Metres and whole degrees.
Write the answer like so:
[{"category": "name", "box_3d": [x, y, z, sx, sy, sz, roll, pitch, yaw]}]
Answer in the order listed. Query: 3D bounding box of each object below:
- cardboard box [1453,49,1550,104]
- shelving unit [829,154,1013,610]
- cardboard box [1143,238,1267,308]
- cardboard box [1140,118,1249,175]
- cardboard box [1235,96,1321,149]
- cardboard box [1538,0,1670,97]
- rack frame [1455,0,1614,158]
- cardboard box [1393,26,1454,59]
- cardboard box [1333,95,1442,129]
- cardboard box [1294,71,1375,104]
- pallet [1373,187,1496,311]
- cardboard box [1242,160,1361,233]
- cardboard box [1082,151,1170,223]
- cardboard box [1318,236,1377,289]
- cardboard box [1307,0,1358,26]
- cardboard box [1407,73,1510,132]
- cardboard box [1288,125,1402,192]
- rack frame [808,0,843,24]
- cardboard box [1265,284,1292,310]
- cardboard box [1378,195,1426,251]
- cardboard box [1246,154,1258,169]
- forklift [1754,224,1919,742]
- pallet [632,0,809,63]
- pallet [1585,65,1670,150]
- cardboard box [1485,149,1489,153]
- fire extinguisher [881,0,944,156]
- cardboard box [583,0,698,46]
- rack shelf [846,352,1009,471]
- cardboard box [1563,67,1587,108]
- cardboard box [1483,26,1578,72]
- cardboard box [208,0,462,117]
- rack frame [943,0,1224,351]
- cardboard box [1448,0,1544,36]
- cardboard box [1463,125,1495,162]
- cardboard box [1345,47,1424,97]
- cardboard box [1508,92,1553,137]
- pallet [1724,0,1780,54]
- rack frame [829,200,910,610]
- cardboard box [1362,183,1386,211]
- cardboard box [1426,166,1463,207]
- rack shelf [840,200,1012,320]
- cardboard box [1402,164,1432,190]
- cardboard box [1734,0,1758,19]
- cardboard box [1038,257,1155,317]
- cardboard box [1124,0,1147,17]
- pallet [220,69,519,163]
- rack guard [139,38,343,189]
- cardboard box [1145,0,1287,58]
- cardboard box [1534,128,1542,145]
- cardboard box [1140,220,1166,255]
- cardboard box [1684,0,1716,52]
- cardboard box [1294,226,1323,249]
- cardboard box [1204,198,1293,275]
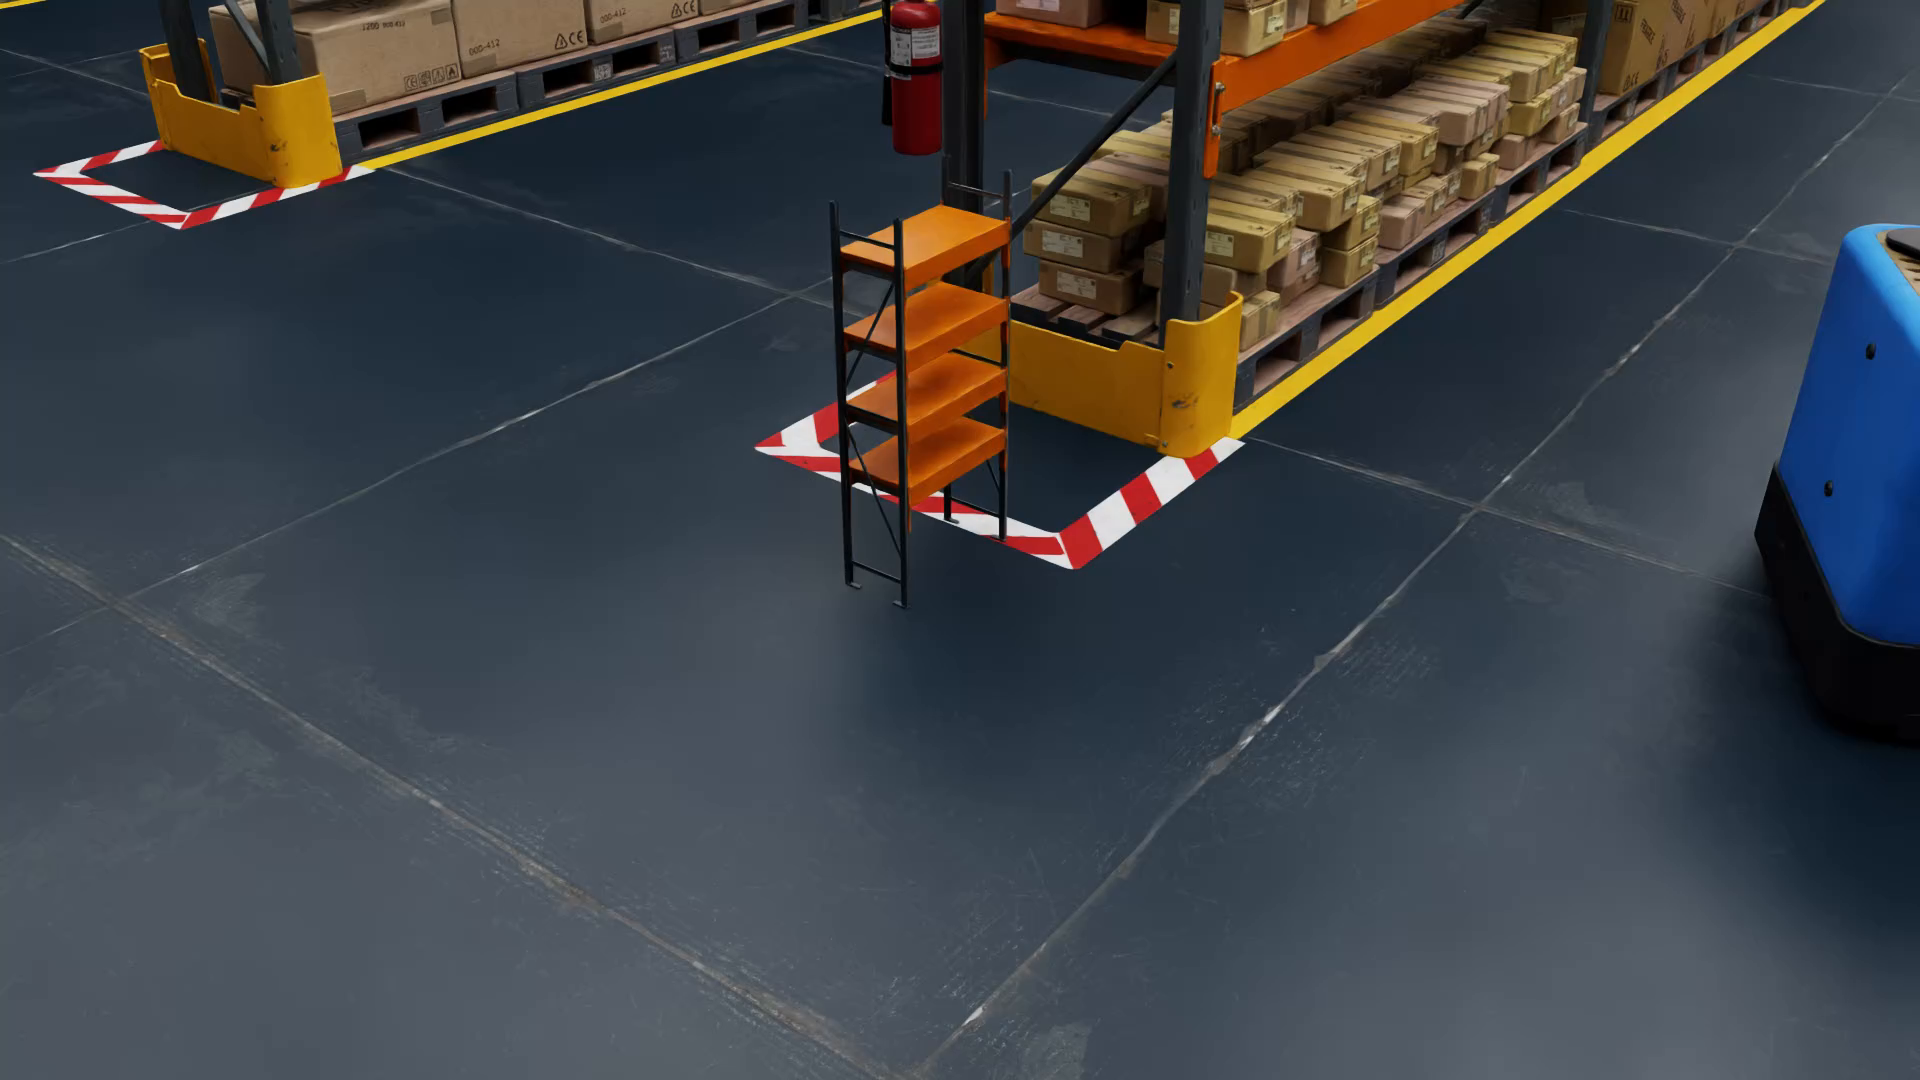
[{"category": "cardboard box", "box_3d": [2.515, -2.168, 7.767, 0.380, 0.149, 0.250, 21, 36, 31]}, {"category": "shelving unit", "box_3d": [-0.100, -0.449, 4.830, 0.258, 1.200, 0.503, 21, 37, 31]}, {"category": "cardboard box", "box_3d": [0.896, -0.992, 6.074, 0.380, 0.149, 0.250, 23, 38, 33]}, {"category": "cardboard box", "box_3d": [0.952, -1.594, 6.798, 0.380, 0.149, 0.250, 20, 36, 29]}, {"category": "cardboard box", "box_3d": [1.317, -1.793, 7.134, 0.380, 0.149, 0.250, 20, 36, 30]}, {"category": "cardboard box", "box_3d": [3.447, -2.726, 8.947, 0.500, 0.500, 0.500, 23, 37, 33]}, {"category": "rack frame", "box_3d": [2.790, -3.402, 8.048, 1.000, 3.000, 0.127, 21, 37, 31]}, {"category": "cardboard box", "box_3d": [2.203, -2.442, 8.229, 0.380, 0.149, 0.250, 23, 38, 34]}, {"category": "cardboard box", "box_3d": [1.816, -1.767, 7.090, 0.380, 0.149, 0.250, 21, 37, 31]}, {"category": "cardboard box", "box_3d": [1.633, -1.996, 7.478, 0.380, 0.149, 0.250, 19, 36, 29]}, {"category": "pallet", "box_3d": [1.677, -1.420, 7.439, 1.003, 0.211, 1.213, 21, 37, 31]}, {"category": "cardboard box", "box_3d": [1.287, -1.307, 6.313, 0.380, 0.149, 0.250, 21, 37, 31]}, {"category": "cardboard box", "box_3d": [0.690, -1.364, 6.410, 0.380, 0.149, 0.250, 22, 37, 32]}, {"category": "cardboard box", "box_3d": [1.426, -1.149, 6.632, 0.380, 0.149, 0.250, 22, 37, 32]}, {"category": "cardboard box", "box_3d": [1.158, -1.908, 5.773, 0.380, 0.149, 0.250, 20, 36, 30]}, {"category": "cardboard box", "box_3d": [2.207, -1.948, 7.395, 0.380, 0.149, 0.250, 19, 36, 29]}, {"category": "cardboard box", "box_3d": [1.546, -1.543, 6.712, 0.380, 0.149, 0.250, 23, 37, 33]}, {"category": "rack frame", "box_3d": [-1.218, -4.884, 10.549, 1.000, 3.000, 0.127, 21, 37, 31]}, {"category": "cardboard box", "box_3d": [1.039, -0.976, 6.339, 0.380, 0.149, 0.250, 21, 37, 31]}, {"category": "cardboard box", "box_3d": [1.723, -1.357, 6.982, 0.380, 0.149, 0.250, 19, 36, 29]}, {"category": "cardboard box", "box_3d": [1.081, -1.587, 7.078, 0.380, 0.149, 0.250, 22, 37, 32]}, {"category": "forklift", "box_3d": [3.839, -0.835, 3.784, 3.031, 2.935, 1.130, 6, 31, 11]}, {"category": "pallet", "box_3d": [-1.739, -3.399, 10.779, 1.003, 0.211, 1.213, 21, 37, 31]}, {"category": "pallet", "box_3d": [3.259, -2.519, 9.294, 1.003, 0.211, 1.213, 21, 37, 31]}, {"category": "cardboard box", "box_3d": [2.237, -1.815, 7.755, 0.380, 0.149, 0.250, 20, 36, 30]}, {"category": "fire extinguisher", "box_3d": [-0.145, -1.622, 5.486, 0.296, 0.674, 0.183, 21, 37, 31]}, {"category": "cardboard box", "box_3d": [-2.222, -3.376, 10.106, 0.875, 0.438, 0.875, 20, 36, 30]}, {"category": "rack shelf", "box_3d": [-0.100, -0.391, 4.865, 0.258, 0.148, 0.480, 21, 37, 31]}, {"category": "cardboard box", "box_3d": [2.853, -2.258, 8.211, 0.380, 0.149, 0.250, 22, 37, 32]}, {"category": "cardboard box", "box_3d": [2.783, -2.387, 8.137, 0.380, 0.149, 0.250, 22, 37, 33]}, {"category": "cardboard box", "box_3d": [-3.314, -2.636, 8.856, 0.875, 0.438, 0.875, 20, 36, 30]}, {"category": "rack frame", "box_3d": [0.375, -1.776, 5.304, 1.000, 3.000, 0.127, 21, 37, 31]}, {"category": "cardboard box", "box_3d": [3.036, -2.885, 9.217, 0.500, 0.500, 0.500, 20, 36, 30]}, {"category": "cardboard box", "box_3d": [2.184, -1.849, 7.520, 0.380, 0.149, 0.250, 22, 37, 32]}, {"category": "cardboard box", "box_3d": [1.950, -2.211, 7.839, 0.380, 0.149, 0.250, 20, 36, 30]}, {"category": "cardboard box", "box_3d": [2.552, -2.030, 7.826, 0.380, 0.149, 0.250, 20, 36, 30]}, {"category": "pallet", "box_3d": [4.731, -3.511, 10.967, 1.003, 0.211, 1.213, 21, 37, 31]}, {"category": "rack frame", "box_3d": [-0.247, -0.350, 4.663, 0.240, 1.200, 0.015, 21, 37, 31]}, {"category": "cardboard box", "box_3d": [1.509, -1.421, 6.798, 0.380, 0.149, 0.250, 19, 36, 29]}, {"category": "cardboard box", "box_3d": [1.989, -1.586, 7.368, 0.380, 0.149, 0.250, 22, 37, 32]}, {"category": "rack shelf", "box_3d": [-0.100, -0.787, 4.630, 0.258, 0.148, 0.480, 21, 37, 31]}, {"category": "cardboard box", "box_3d": [1.811, -1.650, 7.185, 0.380, 0.149, 0.250, 23, 38, 33]}, {"category": "cardboard box", "box_3d": [4.699, -3.575, 10.380, 0.500, 0.500, 0.500, 23, 38, 33]}, {"category": "cardboard box", "box_3d": [0.527, -1.008, 6.394, 0.380, 0.149, 0.250, 22, 37, 32]}, {"category": "cardboard box", "box_3d": [0.527, -1.977, 5.890, 0.380, 0.149, 0.250, 21, 37, 31]}, {"category": "pallet", "box_3d": [-3.212, -2.408, 9.106, 1.003, 0.211, 1.213, 21, 37, 31]}, {"category": "rack guard", "box_3d": [-3.647, -2.173, 8.427, 1.175, 0.500, 0.348, 21, 37, 31]}, {"category": "cardboard box", "box_3d": [0.832, -1.699, 5.420, 0.380, 0.149, 0.250, 21, 36, 31]}, {"category": "cardboard box", "box_3d": [2.601, -2.012, 8.087, 0.380, 0.149, 0.250, 22, 37, 33]}, {"category": "cardboard box", "box_3d": [0.667, -1.250, 6.510, 0.380, 0.149, 0.250, 20, 36, 30]}, {"category": "cardboard box", "box_3d": [4.071, -3.158, 9.677, 0.500, 0.500, 0.500, 22, 37, 32]}, {"category": "cardboard box", "box_3d": [1.184, -1.213, 6.447, 0.380, 0.149, 0.250, 22, 37, 32]}, {"category": "cardboard box", "box_3d": [0.962, -1.094, 5.955, 0.380, 0.149, 0.250, 19, 36, 29]}]
